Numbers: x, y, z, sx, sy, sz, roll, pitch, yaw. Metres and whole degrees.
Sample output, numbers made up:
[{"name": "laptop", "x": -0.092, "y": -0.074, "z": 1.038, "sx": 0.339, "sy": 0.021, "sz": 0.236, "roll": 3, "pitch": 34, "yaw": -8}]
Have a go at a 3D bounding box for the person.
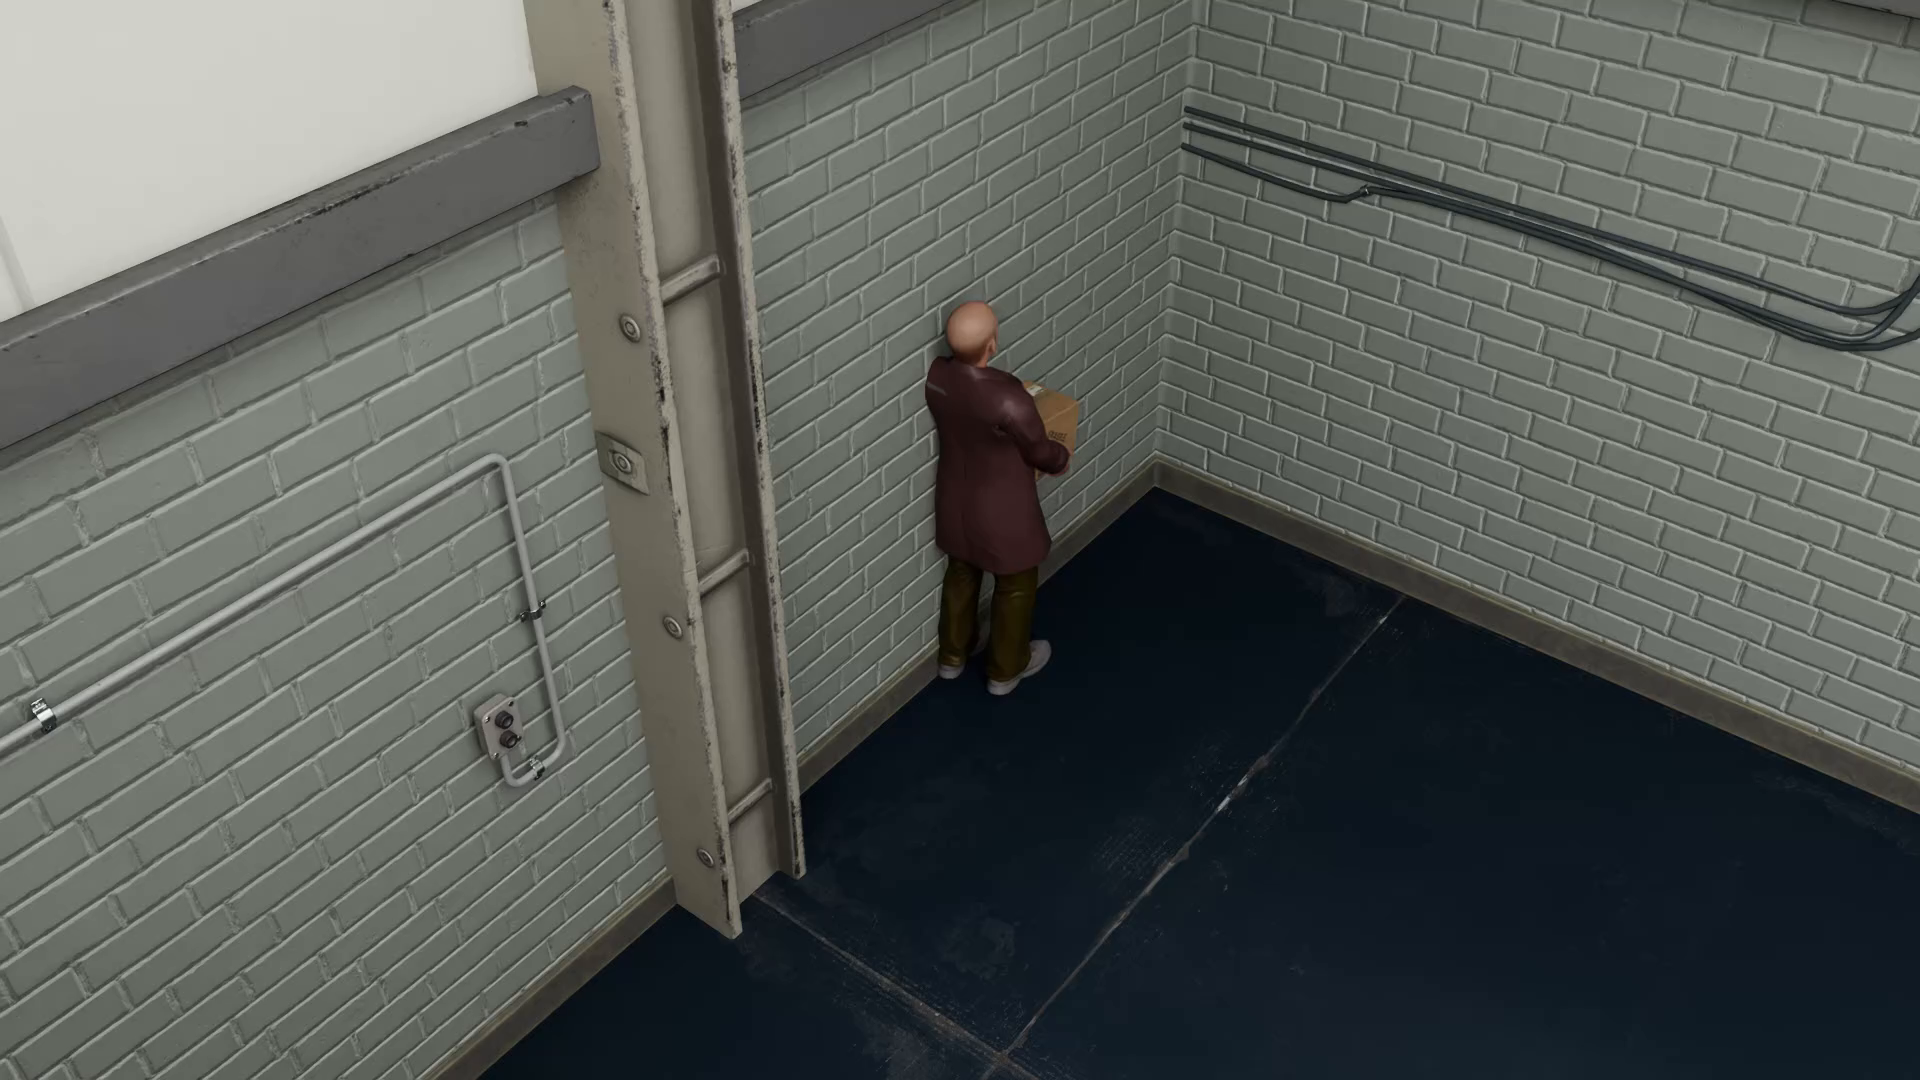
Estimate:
[{"name": "person", "x": 0.157, "y": -0.198, "z": 6.420, "sx": 0.529, "sy": 1.772, "sz": 0.552, "roll": 26, "pitch": 45, "yaw": 29}]
